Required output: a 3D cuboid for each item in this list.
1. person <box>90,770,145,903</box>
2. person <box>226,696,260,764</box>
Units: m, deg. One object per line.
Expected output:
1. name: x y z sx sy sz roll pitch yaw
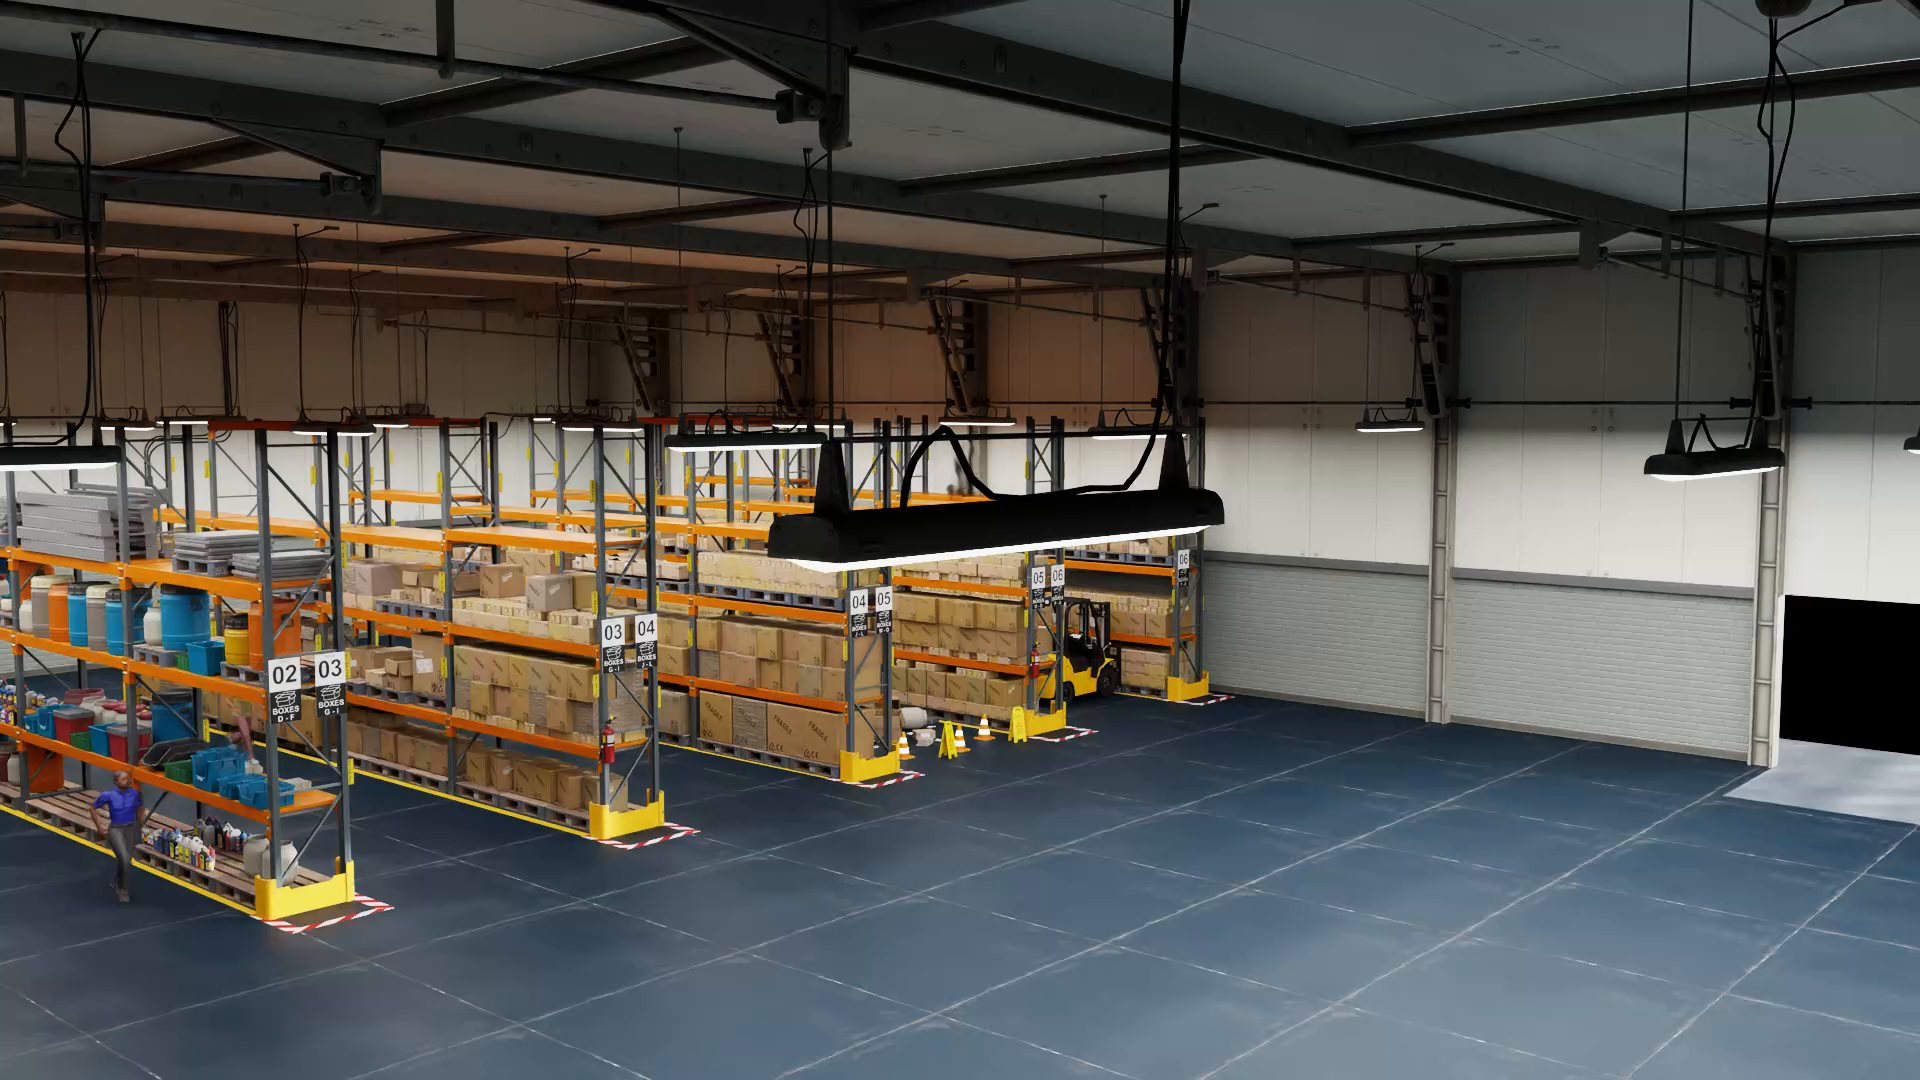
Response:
1. person: -10.681 3.772 21.196 0.704 1.670 0.585 3 6 32
2. person: -12.681 3.107 29.291 0.888 1.620 0.566 4 6 41
